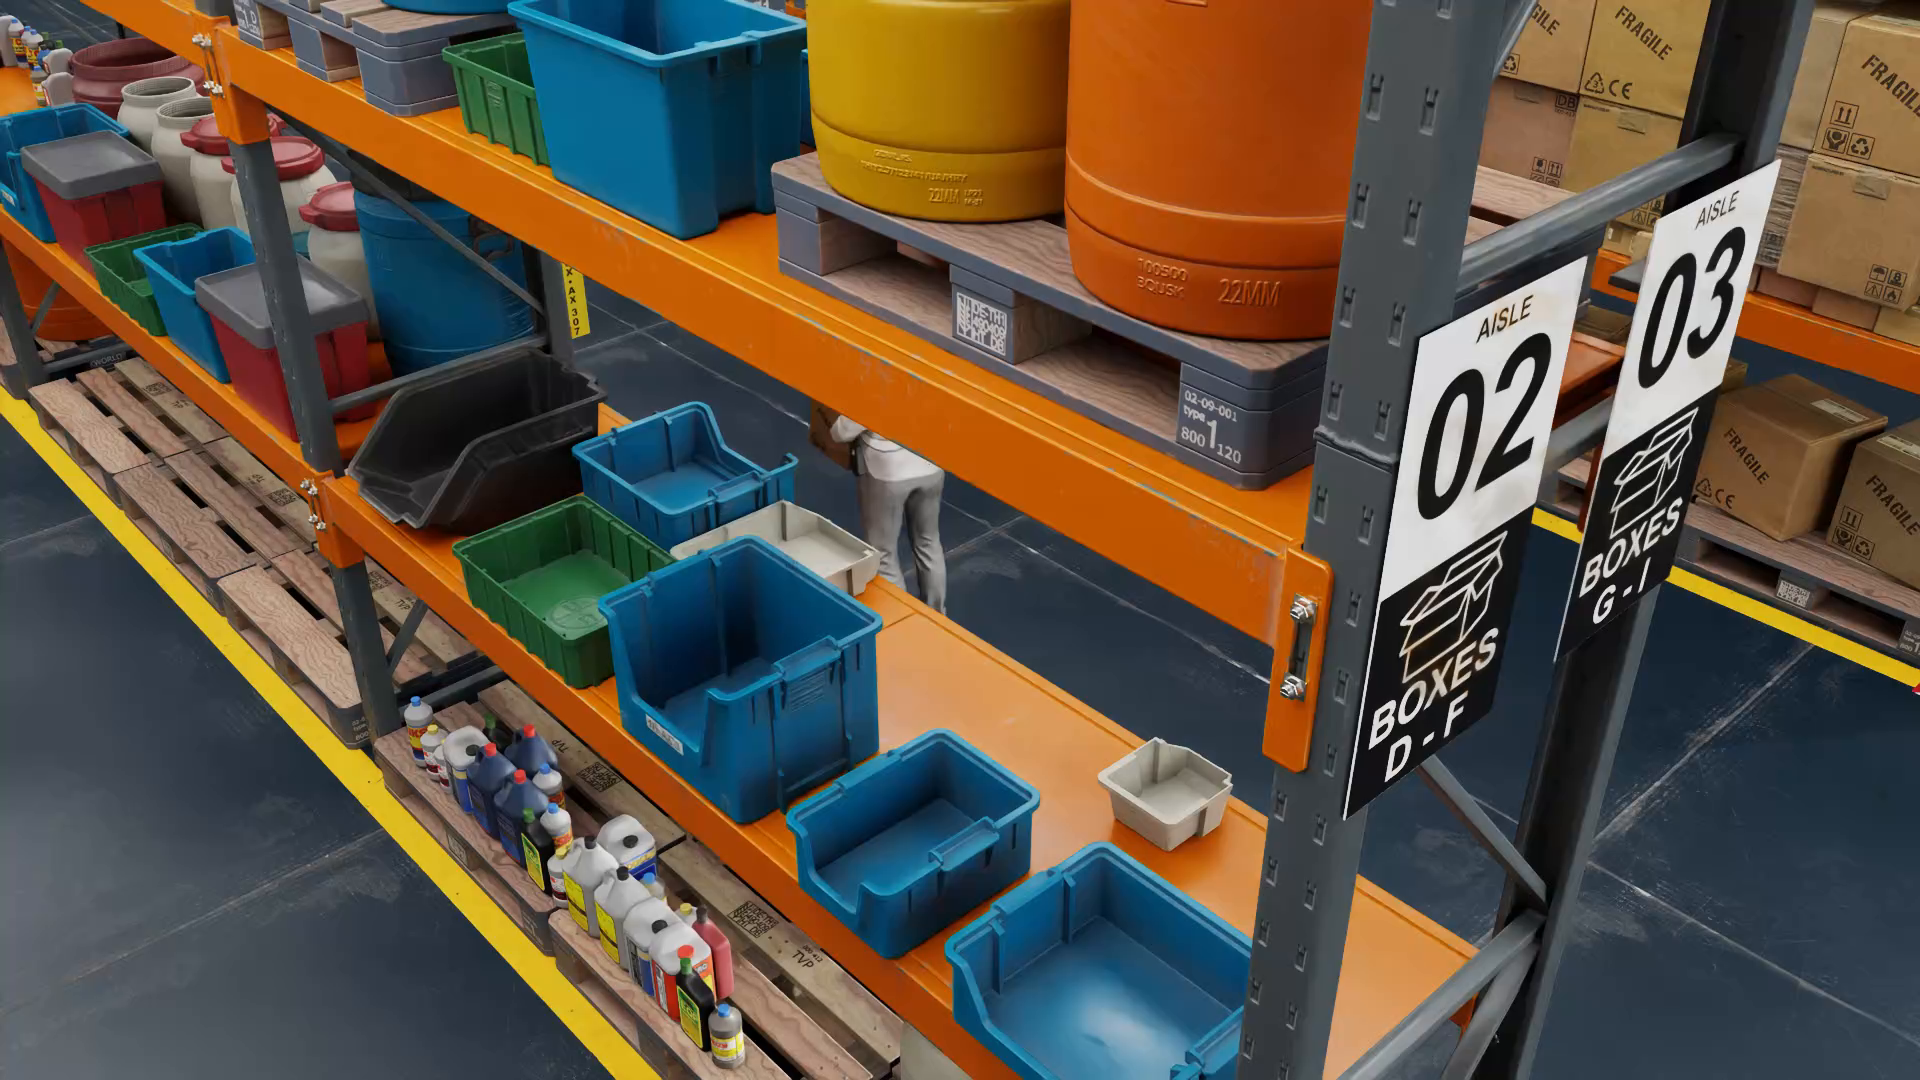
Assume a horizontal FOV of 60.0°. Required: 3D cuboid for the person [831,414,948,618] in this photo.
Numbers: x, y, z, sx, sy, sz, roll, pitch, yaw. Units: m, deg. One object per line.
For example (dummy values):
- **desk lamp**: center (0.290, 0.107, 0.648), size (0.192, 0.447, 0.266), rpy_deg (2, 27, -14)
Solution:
- **person**: center (-0.273, -0.298, 6.578), size (0.469, 1.699, 0.548), rpy_deg (-17, 36, -26)
